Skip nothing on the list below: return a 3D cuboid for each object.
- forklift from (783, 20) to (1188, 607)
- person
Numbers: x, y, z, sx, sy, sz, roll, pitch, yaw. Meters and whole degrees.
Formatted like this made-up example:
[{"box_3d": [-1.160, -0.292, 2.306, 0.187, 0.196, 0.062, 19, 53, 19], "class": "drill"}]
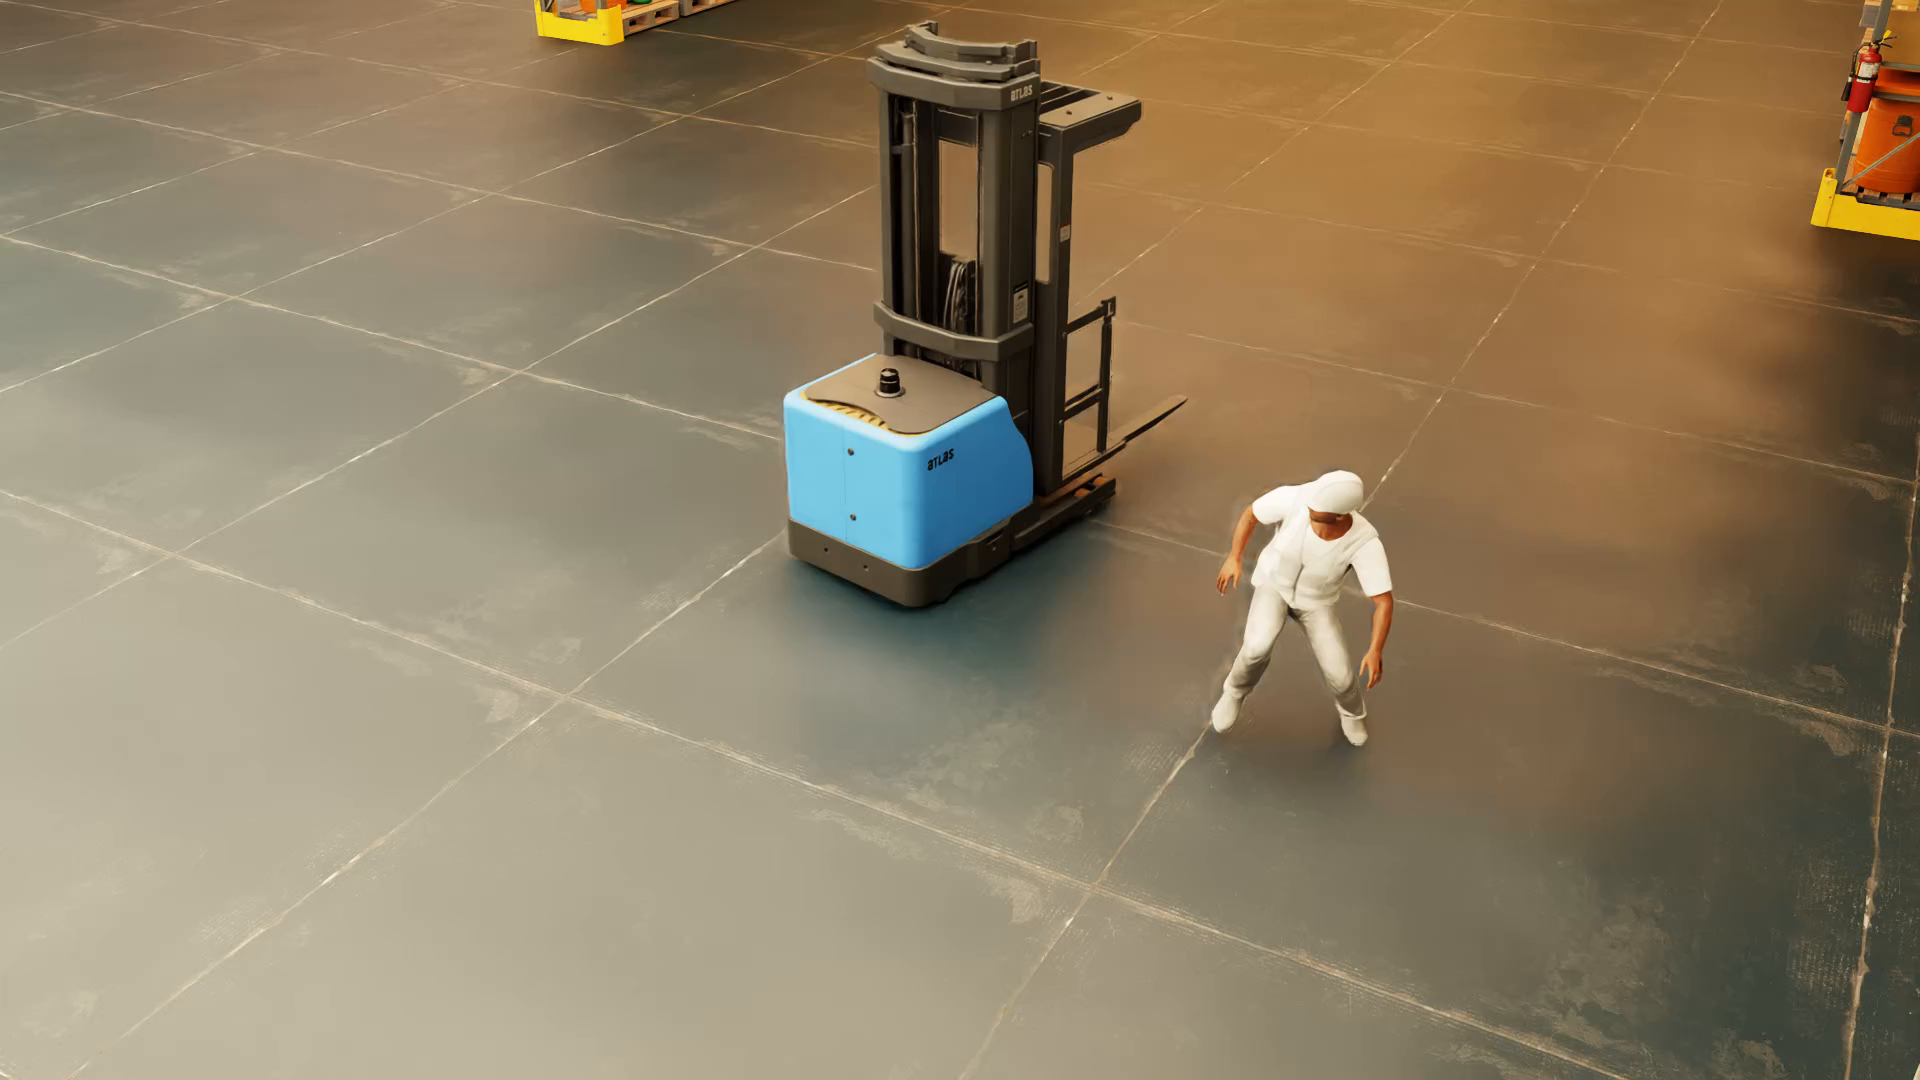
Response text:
[{"box_3d": [0.320, -1.563, 9.779, 1.130, 2.935, 3.031, 22, 37, 33], "class": "forklift"}, {"box_3d": [1.648, 0.317, 8.000, 0.835, 1.523, 0.683, 6, 31, 11], "class": "person"}]
